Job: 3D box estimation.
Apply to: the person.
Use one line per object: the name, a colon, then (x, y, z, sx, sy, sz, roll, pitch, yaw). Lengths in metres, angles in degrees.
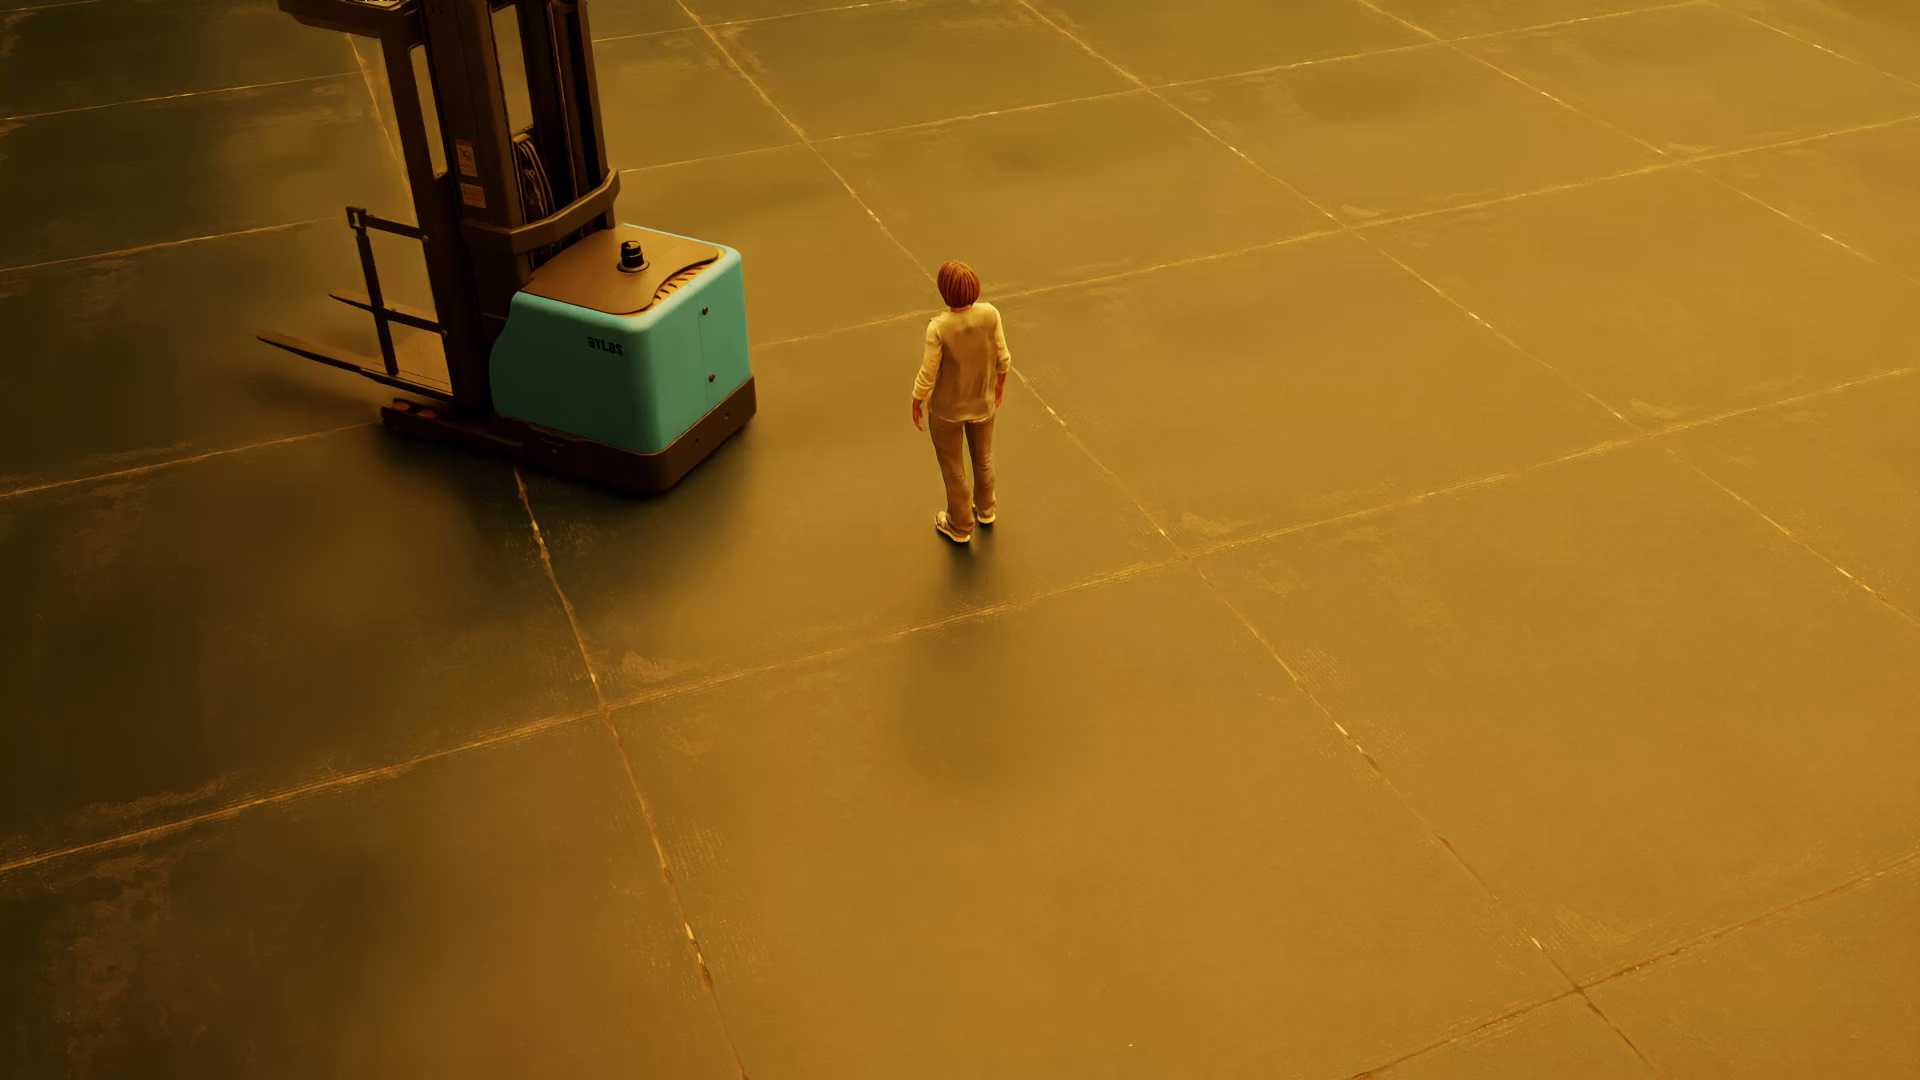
person: (-0.016, -0.699, 8.220, 0.521, 1.596, 0.475, -14, 38, -19)

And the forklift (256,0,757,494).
forklift: (-2.720, -2.024, 8.945, 3.031, 2.935, 1.130, 16, 38, 21)
